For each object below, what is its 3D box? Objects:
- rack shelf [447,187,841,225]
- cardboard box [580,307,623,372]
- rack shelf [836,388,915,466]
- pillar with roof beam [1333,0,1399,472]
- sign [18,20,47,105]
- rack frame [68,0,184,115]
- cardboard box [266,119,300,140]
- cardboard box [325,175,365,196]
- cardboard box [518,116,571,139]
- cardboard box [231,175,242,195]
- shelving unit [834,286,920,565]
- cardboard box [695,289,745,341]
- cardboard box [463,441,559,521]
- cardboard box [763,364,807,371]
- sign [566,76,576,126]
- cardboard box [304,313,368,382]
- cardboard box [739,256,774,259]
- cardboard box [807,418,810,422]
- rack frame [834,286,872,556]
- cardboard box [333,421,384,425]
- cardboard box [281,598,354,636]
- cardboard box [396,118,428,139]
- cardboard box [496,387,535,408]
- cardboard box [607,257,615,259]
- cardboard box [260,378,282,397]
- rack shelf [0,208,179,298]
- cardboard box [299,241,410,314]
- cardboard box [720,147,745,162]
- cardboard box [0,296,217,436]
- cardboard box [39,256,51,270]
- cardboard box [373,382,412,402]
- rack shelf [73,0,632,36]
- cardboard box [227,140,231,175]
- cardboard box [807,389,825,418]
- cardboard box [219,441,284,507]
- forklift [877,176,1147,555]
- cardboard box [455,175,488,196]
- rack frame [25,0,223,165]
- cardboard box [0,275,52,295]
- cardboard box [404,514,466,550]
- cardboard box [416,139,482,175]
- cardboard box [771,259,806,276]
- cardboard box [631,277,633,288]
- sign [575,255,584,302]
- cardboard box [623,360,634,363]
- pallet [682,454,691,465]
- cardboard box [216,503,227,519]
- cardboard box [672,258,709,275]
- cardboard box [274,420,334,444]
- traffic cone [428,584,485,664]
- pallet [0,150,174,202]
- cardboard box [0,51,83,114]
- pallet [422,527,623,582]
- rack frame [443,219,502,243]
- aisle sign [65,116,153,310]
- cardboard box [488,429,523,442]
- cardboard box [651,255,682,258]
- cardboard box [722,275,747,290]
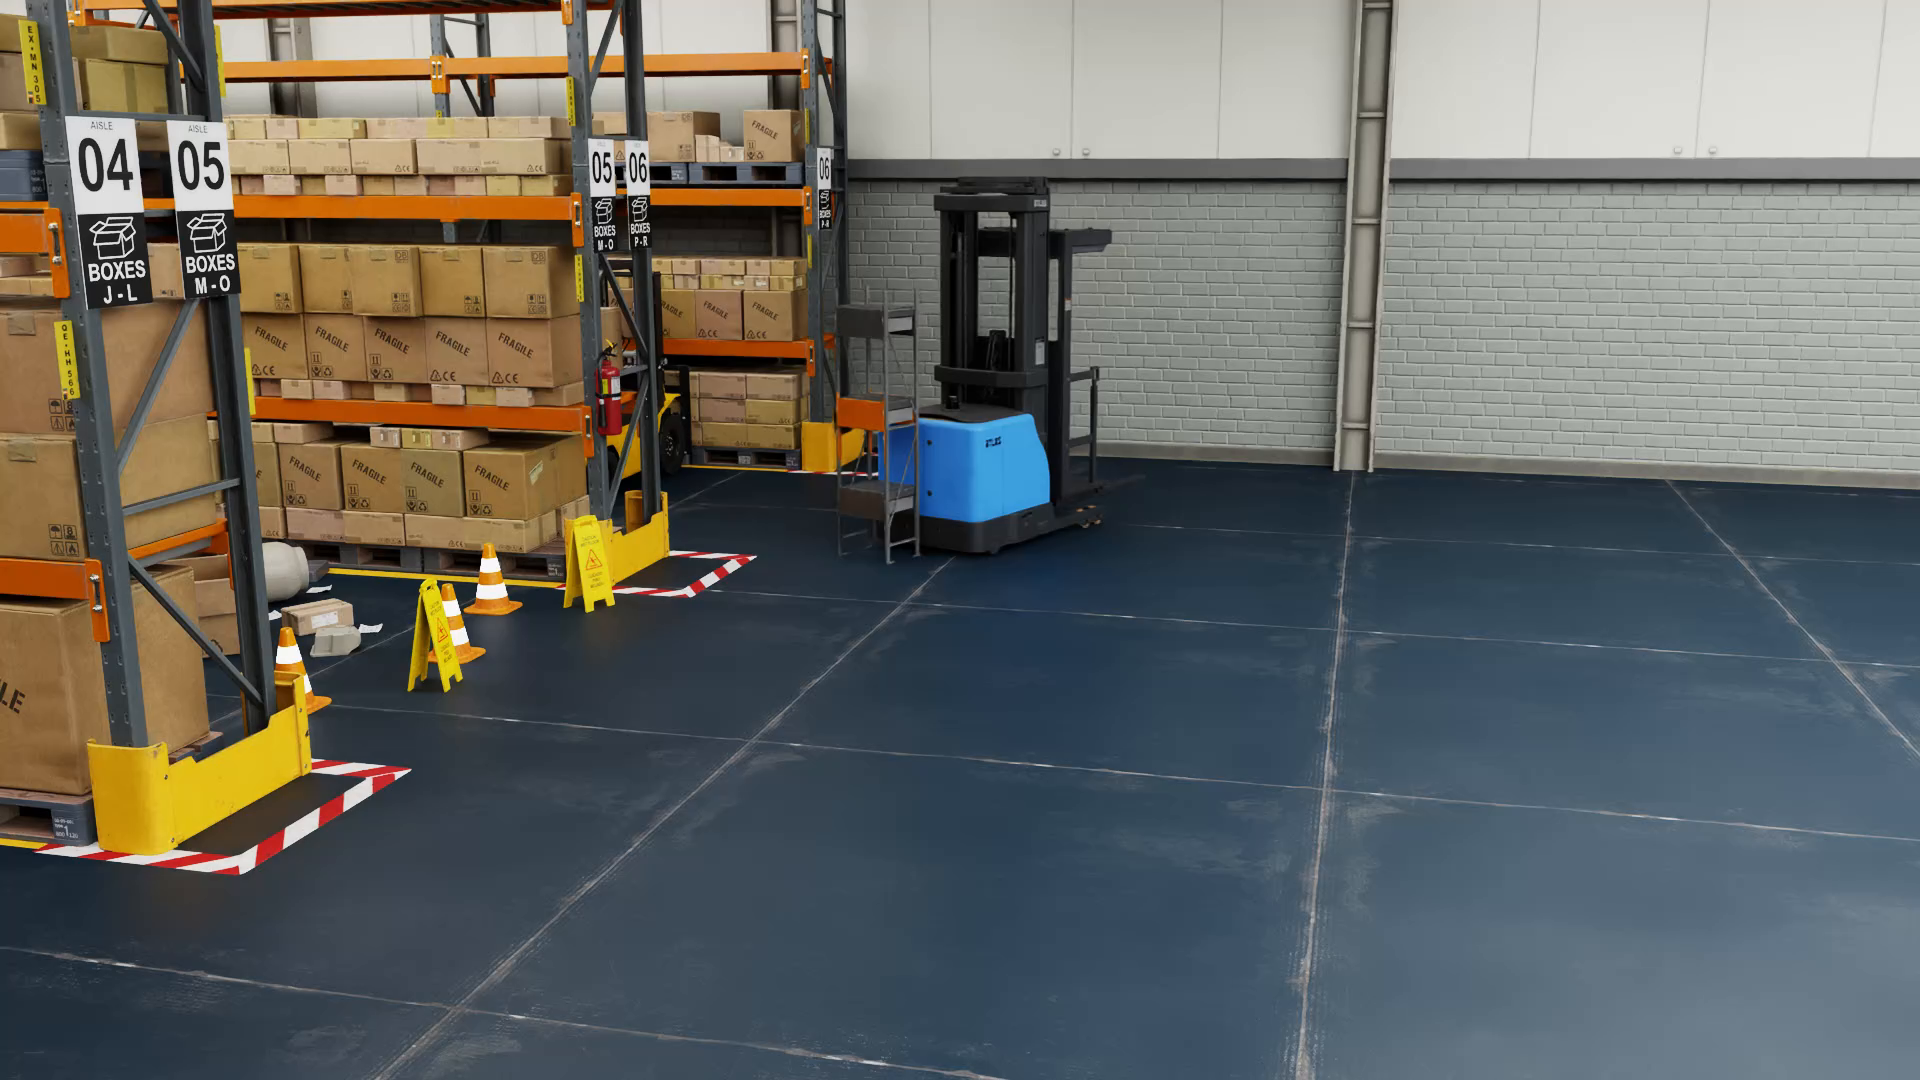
[{"bbox_3d":[-3.280,-3.496,17.303,4.000,0.370,1.077,3,13,14],"label":"rack shelf"},{"bbox_3d":[-2.917,-1.512,12.707,0.500,0.500,0.500,3,13,13],"label":"cardboard box"},{"bbox_3d":[-0.642,-0.887,12.948,0.480,0.518,0.431,9,16,36],"label":"rack shelf"},{"bbox_3d":[2.995,-4.217,11.966,0.400,9.000,9.100,3,13,14],"label":"pillar with roof beam"},{"bbox_3d":[-3.755,-1.934,6.738,0.005,0.325,0.100,3,13,14],"label":"sign"},{"bbox_3d":[-6.408,-4.372,12.663,0.127,3.000,1.000,3,13,14],"label":"rack frame"},{"bbox_3d":[-4.902,-3.033,12.293,0.250,0.149,0.380,3,13,13],"label":"cardboard box"},{"bbox_3d":[-4.439,-2.607,12.214,0.250,0.149,0.380,3,13,13],"label":"cardboard box"},{"bbox_3d":[-2.923,-2.922,11.792,0.250,0.149,0.380,3,13,14],"label":"cardboard box"},{"bbox_3d":[-5.422,-2.681,12.546,0.250,0.149,0.380,3,13,15],"label":"cardboard box"},{"bbox_3d":[-0.642,-0.901,12.945,0.503,2.100,0.431,9,16,36],"label":"shelving unit"},{"bbox_3d":[-2.381,-2.327,17.068,0.500,0.500,0.500,3,13,15],"label":"cardboard box"},{"bbox_3d":[-3.364,-0.451,12.488,0.500,0.500,0.500,3,13,14],"label":"cardboard box"},{"bbox_3d":[-1.760,-1.695,17.518,0.500,0.250,0.500,3,13,13],"label":"cardboard box"},{"bbox_3d":[-2.676,-3.016,11.435,0.005,0.325,0.100,3,13,14],"label":"sign"},{"bbox_3d":[-4.574,-1.484,12.578,0.500,0.500,0.500,3,13,14],"label":"cardboard box"},{"bbox_3d":[-2.119,-2.884,17.392,0.250,0.149,0.380,3,13,15],"label":"cardboard box"},{"bbox_3d":[-1.768,-1.209,17.635,0.500,0.250,0.500,3,13,14],"label":"cardboard box"},{"bbox_3d":[-0.836,-0.933,13.089,0.015,2.100,0.400,9,16,36],"label":"rack frame"},{"bbox_3d":[-6.483,-1.599,18.530,0.625,0.625,0.875,3,13,13],"label":"cardboard box"},{"bbox_3d":[-4.280,0.513,11.077,0.250,0.149,0.380,12,17,43],"label":"cardboard box"},{"bbox_3d":[-3.886,-2.991,12.103,0.250,0.149,0.380,3,13,14],"label":"cardboard box"},{"bbox_3d":[-3.211,-1.077,12.243,0.250,0.149,0.380,3,13,13],"label":"cardboard box"},{"bbox_3d":[-3.714,-2.869,17.323,0.250,0.149,0.380,3,13,13],"label":"cardboard box"},{"bbox_3d":[-5.158,-1.200,12.795,0.250,0.149,0.380,3,13,13],"label":"cardboard box"},{"bbox_3d":[-5.554,-1.406,7.882,4.000,0.370,1.077,3,13,14],"label":"rack shelf"},{"bbox_3d":[-4.533,-1.986,12.533,0.500,0.500,0.700,3,13,13],"label":"cardboard box"},{"bbox_3d":[-2.216,-3.854,16.634,0.250,0.149,0.380,3,13,12],"label":"cardboard box"},{"bbox_3d":[-3.963,-0.817,7.652,0.550,0.550,0.875,3,13,14],"label":"cardboard box"},{"bbox_3d":[-10.734,-2.996,19.103,0.637,0.503,0.797,3,13,12],"label":"cardboard box"},{"bbox_3d":[-4.197,-1.139,12.521,0.250,0.149,0.380,3,13,13],"label":"cardboard box"},{"bbox_3d":[-4.466,-3.915,12.273,4.000,0.370,1.077,3,13,14],"label":"rack shelf"},{"bbox_3d":[-5.543,-2.874,12.497,0.500,0.250,0.500,3,13,13],"label":"cardboard box"},{"bbox_3d":[-1.745,-1.454,17.587,0.500,0.250,0.500,3,13,15],"label":"cardboard box"},{"bbox_3d":[-5.377,-0.559,12.975,0.500,0.500,0.500,4,13,16],"label":"cardboard box"},{"bbox_3d":[0.583,-1.584,14.105,1.130,2.935,3.031,9,15,34],"label":"forklift"},{"bbox_3d":[-3.437,-2.564,12.019,0.250,0.149,0.380,3,13,15],"label":"cardboard box"},{"bbox_3d":[-3.612,-3.118,7.012,0.127,3.000,1.000,3,13,14],"label":"rack frame"},{"bbox_3d":[-7.393,-1.843,13.229,0.500,0.500,0.500,3,13,14],"label":"cardboard box"},{"bbox_3d":[-3.874,-0.112,12.692,0.500,0.250,0.500,3,13,14],"label":"cardboard box"},{"bbox_3d":[-3.570,-2.771,12.032,0.500,0.250,0.500,3,13,13],"label":"cardboard box"},{"bbox_3d":[-1.737,-2.764,16.853,0.250,0.149,0.380,3,13,14],"label":"cardboard box"},{"bbox_3d":[-3.214,-2.697,17.237,0.250,0.149,0.380,3,13,13],"label":"cardboard box"},{"bbox_3d":[-2.676,-1.839,11.696,0.005,0.325,0.100,3,13,14],"label":"sign"},{"bbox_3d":[-3.714,-1.801,17.995,0.500,0.250,0.500,3,13,14],"label":"cardboard box"},{"bbox_3d":[-3.272,-1.013,17.811,1.213,0.211,1.003,3,13,14],"label":"pallet"},{"bbox_3d":[-5.899,-0.218,13.171,0.500,0.250,0.500,2,13,11],"label":"cardboard box"},{"bbox_3d":[-2.747,-2.797,17.001,0.250,0.149,0.380,3,13,15],"label":"cardboard box"},{"bbox_3d":[-5.031,-0.842,12.754,0.250,0.149,0.380,4,13,17],"label":"cardboard box"},{"bbox_3d":[-3.186,0.503,10.398,0.334,0.463,0.336,3,13,14],"label":"traffic cone"},{"bbox_3d":[-4.335,-1.647,7.510,1.213,0.211,1.003,3,13,14],"label":"pallet"},{"bbox_3d":[-4.154,-1.946,7.114,0.500,0.250,0.500,3,13,14],"label":"cardboard box"},{"bbox_3d":[-3.378,0.072,12.920,1.213,0.211,1.003,3,13,14],"label":"pallet"},{"bbox_3d":[-5.222,-2.487,18.018,0.127,3.000,1.000,3,13,14],"label":"rack frame"},{"bbox_3d":[-3.615,-1.392,7.079,0.004,0.787,0.394,3,13,14],"label":"aisle sign"},{"bbox_3d":[-3.773,-0.591,13.122,0.500,0.500,0.500,3,13,11],"label":"cardboard box"},{"bbox_3d":[-3.108,-2.939,17.639,0.250,0.149,0.380,3,13,14],"label":"cardboard box"},{"bbox_3d":[-2.235,-2.637,16.967,0.250,0.149,0.380,3,13,15],"label":"cardboard box"}]
